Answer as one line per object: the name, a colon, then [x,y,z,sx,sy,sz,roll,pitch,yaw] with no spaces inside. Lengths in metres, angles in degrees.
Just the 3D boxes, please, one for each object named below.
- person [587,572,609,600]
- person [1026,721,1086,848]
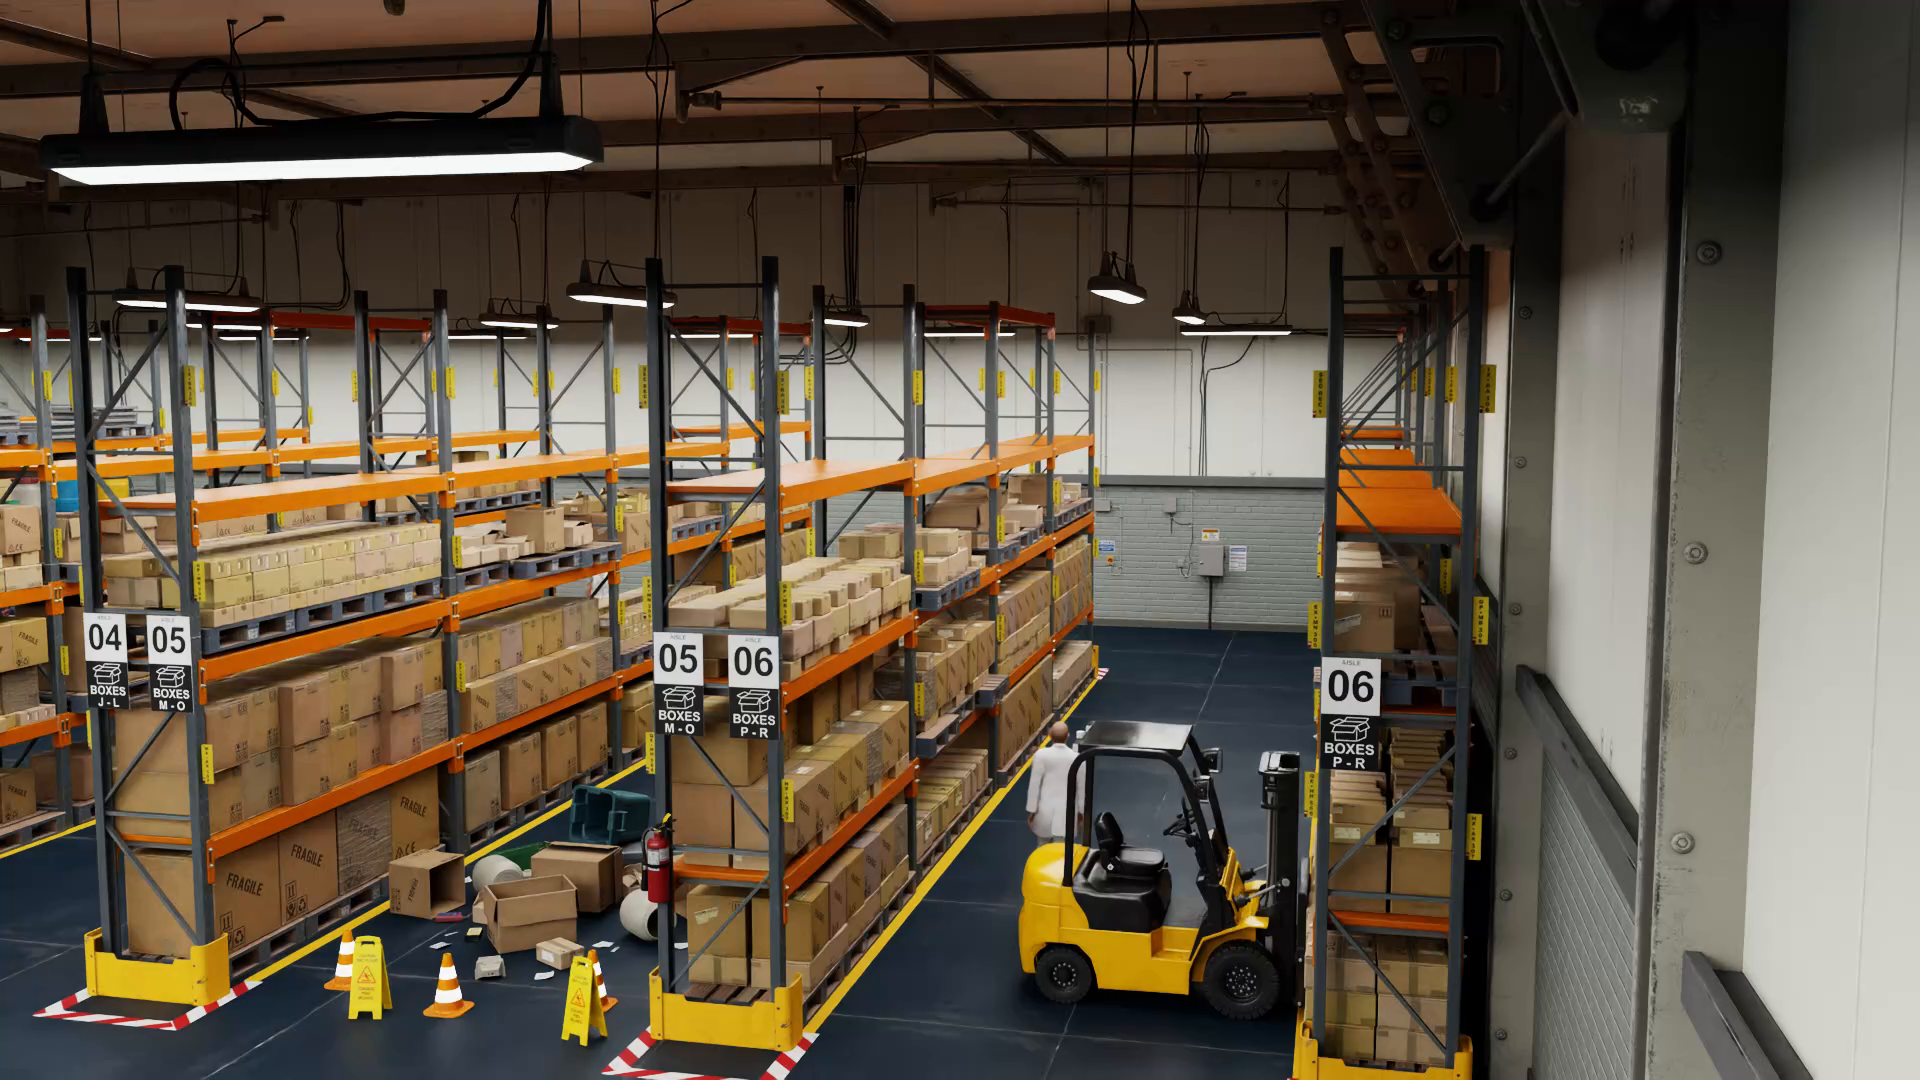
person: [-6.744,1.114,31.236,0.548,1.774,0.740,-3,7,-28]
person: [0.944,2.680,16.133,0.600,1.834,0.608,1,6,7]
